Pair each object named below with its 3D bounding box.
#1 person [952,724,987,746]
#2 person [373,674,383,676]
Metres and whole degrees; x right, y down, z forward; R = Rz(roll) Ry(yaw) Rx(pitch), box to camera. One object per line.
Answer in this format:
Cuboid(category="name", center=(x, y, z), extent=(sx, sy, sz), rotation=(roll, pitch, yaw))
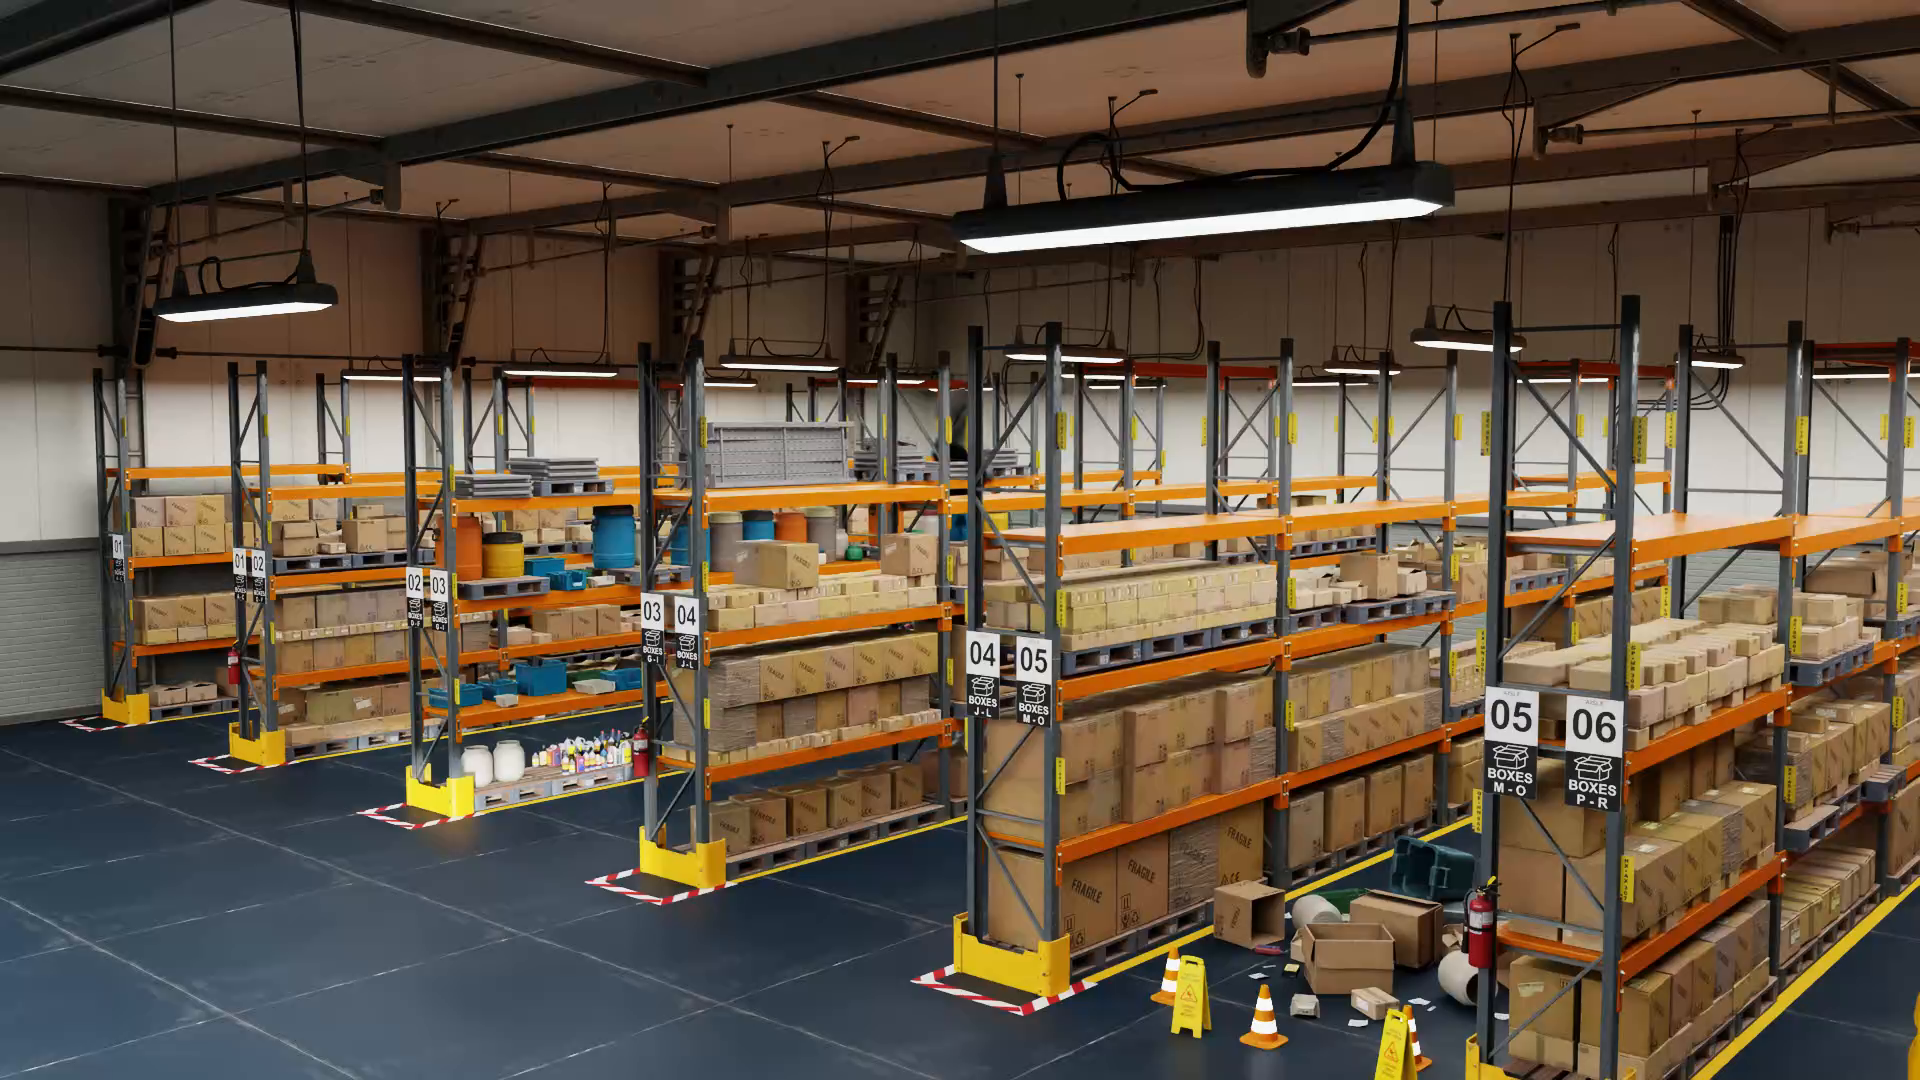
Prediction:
Cuboid(category="person", center=(0.162, 2.333, 26.116), extent=(0.655, 1.771, 0.863), rotation=(4, 6, 42))
Cuboid(category="person", center=(-10.123, 2.170, 29.022), extent=(0.569, 1.667, 0.957), rotation=(2, 5, 24))
